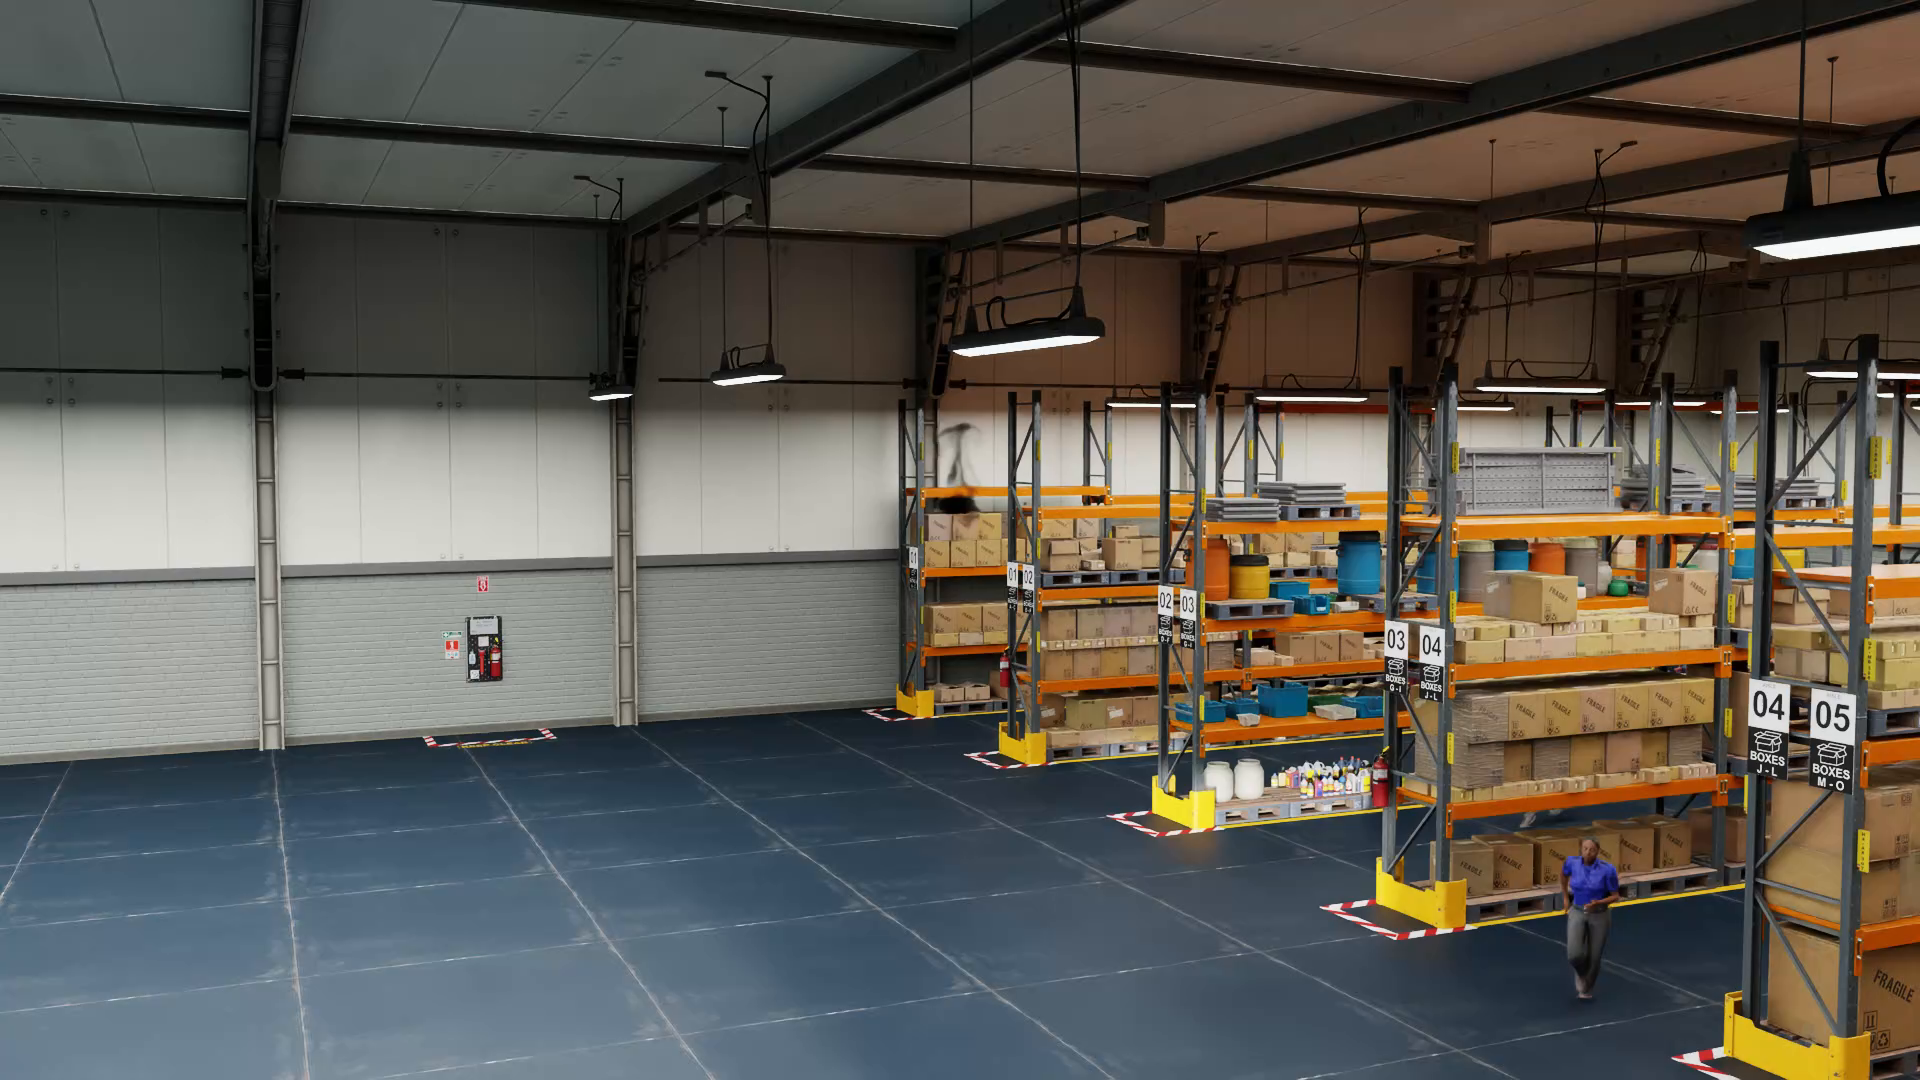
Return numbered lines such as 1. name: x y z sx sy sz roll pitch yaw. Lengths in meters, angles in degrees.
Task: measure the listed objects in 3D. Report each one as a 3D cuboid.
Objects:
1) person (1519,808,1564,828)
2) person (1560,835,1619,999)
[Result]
1. person: 7.907 3.081 22.496 0.932 1.625 0.658 -2 4 -33
2. person: 5.741 3.460 15.206 0.532 1.577 0.693 2 4 25
